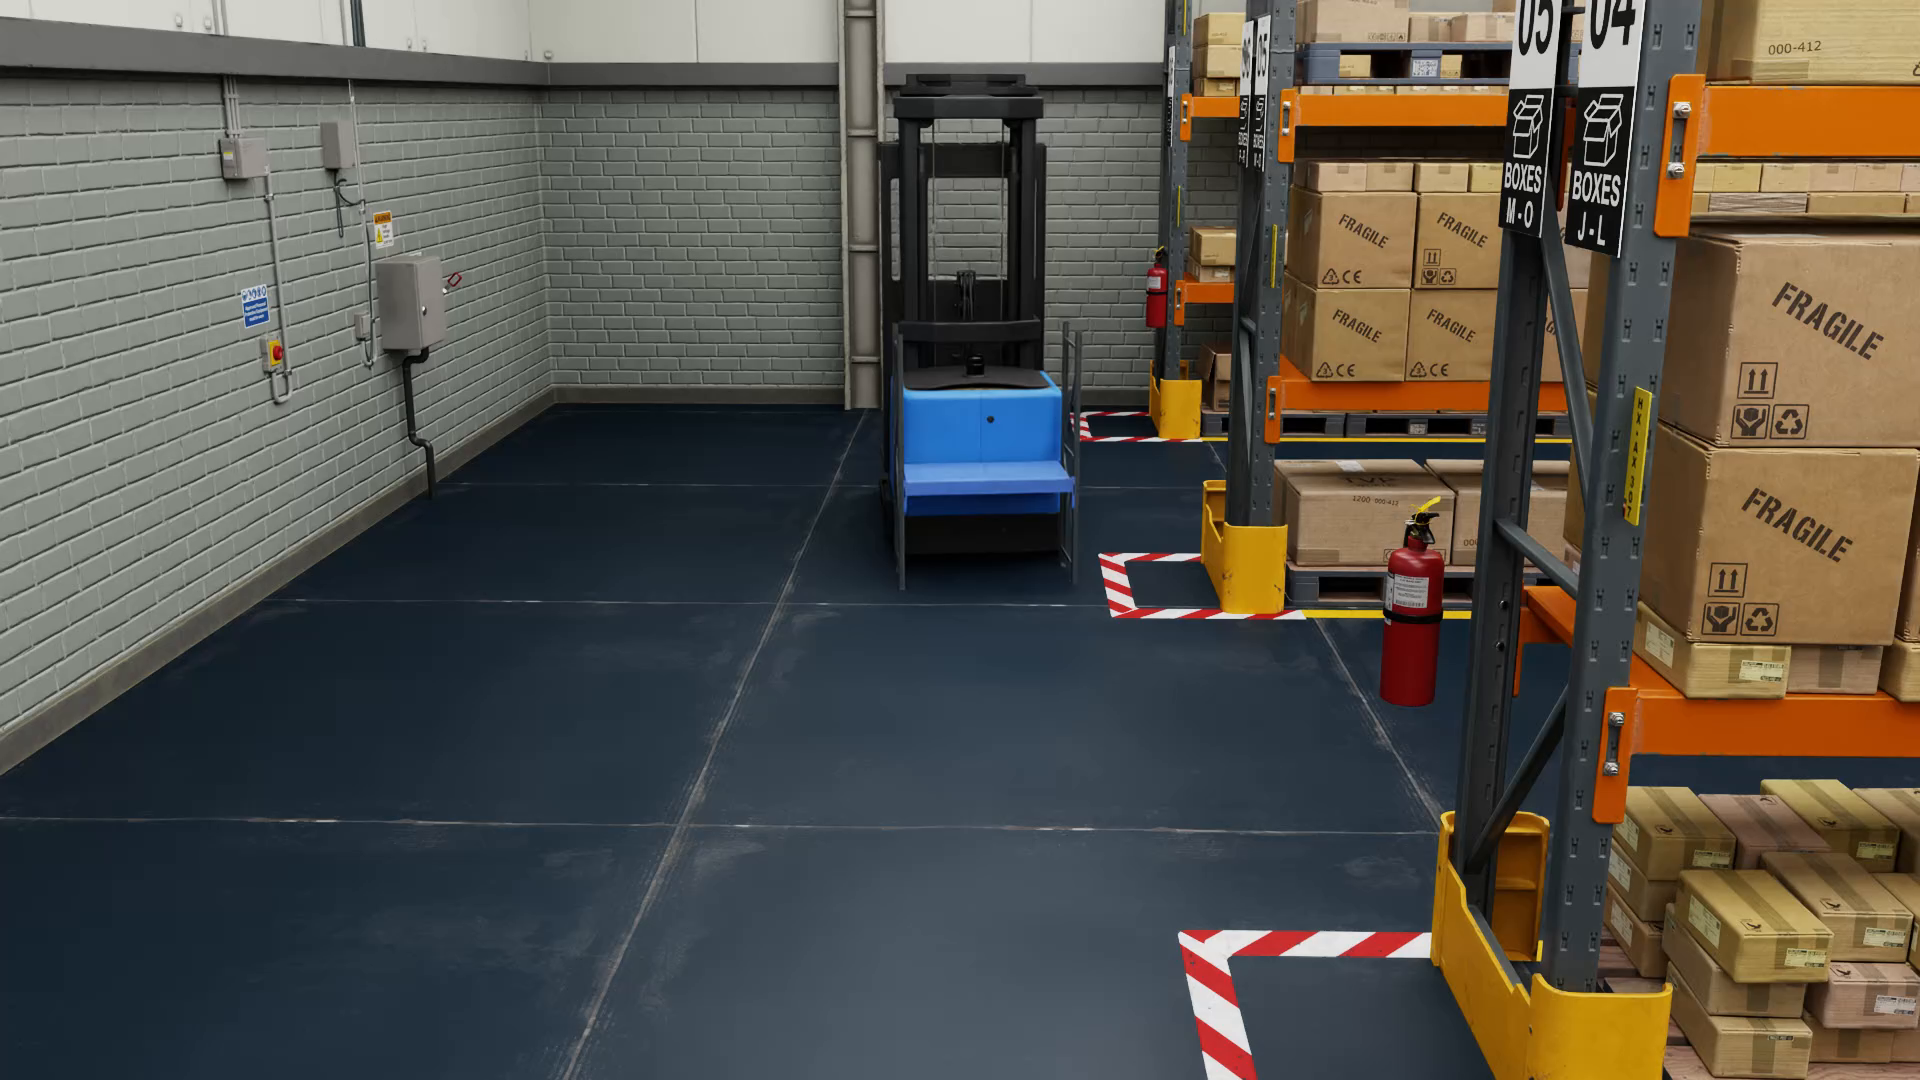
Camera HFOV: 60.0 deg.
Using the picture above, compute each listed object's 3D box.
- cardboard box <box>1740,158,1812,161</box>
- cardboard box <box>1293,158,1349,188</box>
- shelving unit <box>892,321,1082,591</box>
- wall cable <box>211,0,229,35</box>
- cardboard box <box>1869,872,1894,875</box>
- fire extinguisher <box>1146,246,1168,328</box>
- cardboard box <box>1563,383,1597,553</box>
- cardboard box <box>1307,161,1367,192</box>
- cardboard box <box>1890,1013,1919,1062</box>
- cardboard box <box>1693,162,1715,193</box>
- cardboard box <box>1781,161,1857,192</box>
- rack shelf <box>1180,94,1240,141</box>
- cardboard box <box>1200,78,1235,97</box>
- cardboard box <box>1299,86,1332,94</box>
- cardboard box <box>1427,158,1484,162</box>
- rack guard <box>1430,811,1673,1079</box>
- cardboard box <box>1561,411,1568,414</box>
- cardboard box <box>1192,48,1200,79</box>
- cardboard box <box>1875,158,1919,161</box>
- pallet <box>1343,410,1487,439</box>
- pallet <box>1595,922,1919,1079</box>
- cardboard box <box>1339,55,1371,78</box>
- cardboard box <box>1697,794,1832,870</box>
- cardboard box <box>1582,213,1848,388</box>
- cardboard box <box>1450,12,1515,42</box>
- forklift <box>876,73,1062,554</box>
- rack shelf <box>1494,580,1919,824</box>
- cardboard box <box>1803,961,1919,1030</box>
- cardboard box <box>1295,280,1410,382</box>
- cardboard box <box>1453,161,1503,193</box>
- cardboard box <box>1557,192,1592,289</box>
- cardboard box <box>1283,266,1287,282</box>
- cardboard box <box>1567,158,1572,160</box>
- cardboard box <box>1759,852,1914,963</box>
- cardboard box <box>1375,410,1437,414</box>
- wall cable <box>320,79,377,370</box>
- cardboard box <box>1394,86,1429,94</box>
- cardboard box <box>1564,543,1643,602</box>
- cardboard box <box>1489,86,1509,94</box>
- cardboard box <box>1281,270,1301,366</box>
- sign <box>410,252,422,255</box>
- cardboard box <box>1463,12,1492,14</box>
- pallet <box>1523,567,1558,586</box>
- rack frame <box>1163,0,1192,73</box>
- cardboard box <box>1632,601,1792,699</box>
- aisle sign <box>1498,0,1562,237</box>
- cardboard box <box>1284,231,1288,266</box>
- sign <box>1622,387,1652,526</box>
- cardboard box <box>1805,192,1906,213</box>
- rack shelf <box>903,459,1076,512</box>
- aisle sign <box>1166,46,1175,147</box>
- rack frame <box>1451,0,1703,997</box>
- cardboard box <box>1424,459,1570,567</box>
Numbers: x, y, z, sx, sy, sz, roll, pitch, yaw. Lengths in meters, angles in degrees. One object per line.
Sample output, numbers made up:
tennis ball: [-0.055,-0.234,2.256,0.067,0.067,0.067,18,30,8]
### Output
cardboard box: [4.609,-2.079,9.414,0.250,0.149,0.380,0,15,1]
cardboard box: [2.043,-2.080,9.417,0.250,0.149,0.380,1,15,2]
shelving unit: [0.147,-0.503,9.805,1.048,1.500,0.538,-1,15,-5]
wall cable: [-4.014,-4.052,8.558,0.029,3.000,0.463,0,15,1]
cardboard box: [2.708,1.042,5.192,0.250,0.149,0.380,0,15,-1]
fire extinguisher: [1.643,-2.117,13.867,0.183,0.674,0.296,0,15,1]
cardboard box: [2.110,-0.178,4.855,0.500,0.500,0.500,1,15,3]
cardboard box: [2.027,-1.958,8.956,0.250,0.149,0.380,1,15,3]
cardboard box: [2.682,1.318,4.729,0.250,0.149,0.380,1,15,2]
cardboard box: [3.839,-1.948,8.917,0.250,0.149,0.380,0,15,1]
cardboard box: [4.598,-1.957,8.949,0.250,0.149,0.380,0,15,1]
rack shelf: [3.802,-3.541,13.913,4.000,0.370,1.077,0,15,1]
cardboard box: [2.115,-3.719,13.670,0.250,0.149,0.380,1,15,3]
cardboard box: [2.880,-3.690,13.560,0.250,0.149,0.380,1,15,3]
cardboard box: [2.808,-2.092,9.463,0.250,0.149,0.380,1,15,3]
rack guard: [1.730,1.286,4.985,0.348,0.500,1.175,0,15,1]
cardboard box: [5.236,-1.179,14.194,0.250,0.149,0.380,0,15,0]
cardboard box: [2.254,-4.040,14.104,0.500,0.250,0.500,0,15,0]
cardboard box: [5.369,-2.074,9.392,0.250,0.149,0.380,0,15,1]
pallet: [3.892,-1.089,14.555,1.213,0.211,1.003,0,15,1]
pallet: [2.541,1.440,4.967,1.213,0.211,1.003,0,15,1]
cardboard box: [3.259,-3.896,13.559,0.500,0.250,0.500,0,15,0]
cardboard box: [2.439,0.920,5.072,0.250,0.149,0.380,1,15,3]
cardboard box: [2.118,-0.659,4.719,0.500,0.500,0.500,0,15,0]
cardboard box: [2.761,-2.700,8.789,0.250,0.149,0.380,1,15,3]
forklift: [0.000,-1.653,11.360,1.130,2.935,3.031,-1,15,-5]
rack shelf: [3.653,0.438,4.710,4.000,0.370,1.077,0,15,1]
cardboard box: [2.443,1.194,4.618,0.250,0.149,0.380,0,15,1]
cardboard box: [2.152,-1.158,9.153,0.500,0.500,0.500,0,15,1]
cardboard box: [2.811,-1.947,8.912,0.250,0.149,0.380,0,15,0]
cardboard box: [3.183,-1.639,9.016,0.500,0.500,0.500,0,15,1]
cardboard box: [2.643,-2.275,14.077,0.250,0.149,0.380,0,15,1]
cardboard box: [3.582,-2.079,9.414,0.250,0.149,0.380,1,15,3]
cardboard box: [2.448,1.026,4.670,0.250,0.149,0.380,1,15,2]
cardboard box: [3.791,-1.374,14.243,0.500,0.500,0.500,1,15,2]
wall cable: [-3.934,-2.070,10.813,0.122,1.984,0.588,0,15,1]
cardboard box: [3.645,-3.685,13.538,0.250,0.149,0.380,0,15,2]
cardboard box: [1.987,0.129,4.965,0.250,0.149,0.380,0,15,1]
cardboard box: [4.409,-3.700,13.596,0.250,0.149,0.380,1,15,3]
cardboard box: [2.168,-1.299,9.686,0.500,0.500,0.500,0,15,2]
sign: [-3.953,-1.833,12.093,0.001,0.494,0.329,0,15,1]
cardboard box: [4.276,-4.138,13.493,0.500,0.250,0.500,1,15,2]
pallet: [3.697,0.156,9.834,1.213,0.211,1.003,0,15,1]
rack frame: [1.802,-5.353,13.488,0.127,3.000,1.000,0,15,1]
cardboard box: [1.969,0.284,4.375,0.250,0.149,0.380,0,15,1]
aisle sign: [1.588,-1.257,4.628,0.004,0.787,0.394,0,15,1]
cardboard box: [2.753,-2.448,13.950,0.500,0.250,0.500,1,15,2]
sign: [1.640,-0.203,4.033,0.005,0.325,0.100,0,15,1]
cardboard box: [4.692,-1.630,8.981,0.500,0.500,0.500,0,15,1]
rack shelf: [0.147,-0.329,9.851,1.000,0.185,0.538,-1,15,-5]
aisle sign: [1.726,-3.634,13.639,0.004,0.787,0.394,0,15,1]
rack frame: [1.654,0.077,4.668,0.127,3.000,1.000,0,15,1]
cardboard box: [3.257,-0.167,9.794,0.875,0.438,0.875,1,15,3]
